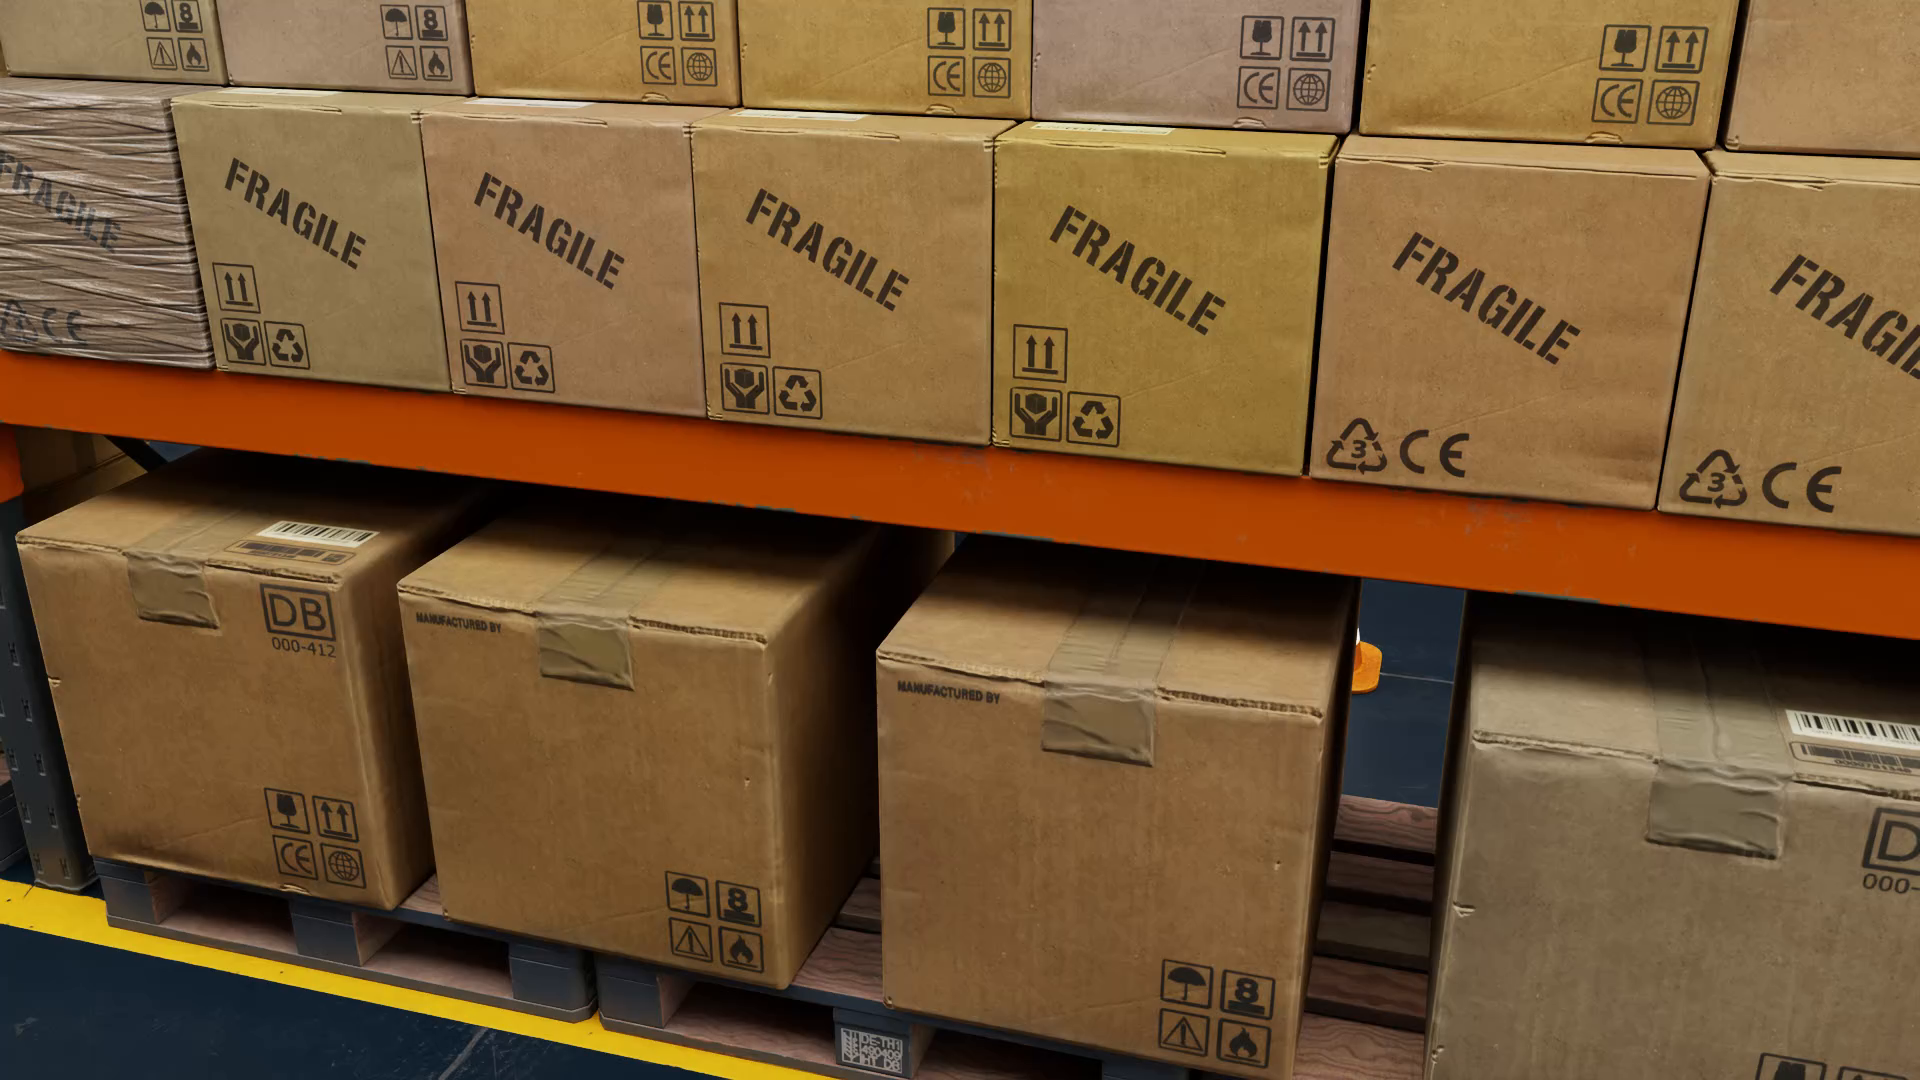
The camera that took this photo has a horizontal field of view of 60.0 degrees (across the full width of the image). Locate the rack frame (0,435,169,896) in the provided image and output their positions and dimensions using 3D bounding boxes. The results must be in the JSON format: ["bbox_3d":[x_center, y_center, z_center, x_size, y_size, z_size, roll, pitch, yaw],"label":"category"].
[{"bbox_3d":[-1.921,-0.764,3.681,0.127,3.000,1.000,7,23,16],"label":"rack frame"}]

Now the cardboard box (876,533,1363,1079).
[{"bbox_3d":[0.365,0.378,3.307,0.750,0.750,1.050,7,23,15],"label":"cardboard box"}]

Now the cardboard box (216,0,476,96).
[{"bbox_3d":[-1.010,-1.165,3.210,0.500,0.500,0.700,6,23,15],"label":"cardboard box"}]

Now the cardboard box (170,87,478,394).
[{"bbox_3d":[-1.082,-0.609,3.170,0.500,0.500,0.500,6,23,15],"label":"cardboard box"}]

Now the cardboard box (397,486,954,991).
[{"bbox_3d":[-0.526,0.276,3.555,0.750,0.750,1.050,7,23,16],"label":"cardboard box"}]

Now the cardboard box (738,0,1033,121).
[{"bbox_3d":[-0.029,-1.054,2.938,0.500,0.500,0.700,6,23,15],"label":"cardboard box"}]

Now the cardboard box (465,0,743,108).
[{"bbox_3d":[-0.518,-1.110,3.074,0.500,0.500,0.700,6,23,15],"label":"cardboard box"}]

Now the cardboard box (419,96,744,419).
[{"bbox_3d":[-0.599,-0.553,3.034,0.500,0.500,0.500,7,23,15],"label":"cardboard box"}]

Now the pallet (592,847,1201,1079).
[{"bbox_3d":[-0.024,0.774,3.605,1.213,0.211,1.003,7,23,16],"label":"pallet"}]

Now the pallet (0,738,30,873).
[{"bbox_3d":[-2.669,0.440,4.420,1.213,0.211,1.003,7,23,16],"label":"pallet"}]

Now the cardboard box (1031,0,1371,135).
[{"bbox_3d":[0.454,-0.998,2.802,0.500,0.500,0.700,7,23,16],"label":"cardboard box"}]

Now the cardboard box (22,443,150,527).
[{"bbox_3d":[-2.525,0.028,4.491,0.500,0.500,0.500,6,23,13],"label":"cardboard box"}]

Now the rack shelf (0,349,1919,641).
[{"bbox_3d":[-0.007,-0.212,3.283,4.000,0.370,1.077,7,23,16],"label":"rack shelf"}]

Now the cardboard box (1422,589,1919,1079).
[{"bbox_3d":[1.288,0.485,3.045,0.750,0.750,1.050,6,23,15],"label":"cardboard box"}]

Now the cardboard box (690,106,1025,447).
[{"bbox_3d":[-0.123,-0.498,2.899,0.500,0.500,0.500,6,23,15],"label":"cardboard box"}]

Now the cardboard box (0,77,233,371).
[{"bbox_3d":[-1.570,-0.663,3.303,0.500,0.500,0.500,7,23,16],"label":"cardboard box"}]

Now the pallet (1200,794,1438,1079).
[{"bbox_3d":[1.148,0.907,3.281,1.213,0.211,1.003,7,23,16],"label":"pallet"}]

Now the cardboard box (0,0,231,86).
[{"bbox_3d":[-1.494,-1.220,3.343,0.500,0.500,0.700,6,23,15],"label":"cardboard box"}]

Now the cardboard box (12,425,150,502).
[{"bbox_3d":[-2.512,-0.313,4.332,0.500,0.250,0.500,5,23,13],"label":"cardboard box"}]

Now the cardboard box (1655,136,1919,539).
[{"bbox_3d":[1.331,-0.332,2.496,0.500,0.500,0.500,6,23,15],"label":"cardboard box"}]

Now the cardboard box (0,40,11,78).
[{"bbox_3d":[-2.326,-1.106,3.899,0.250,0.149,0.380,8,24,18],"label":"cardboard box"}]

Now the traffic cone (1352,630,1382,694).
[{"bbox_3d":[1.060,0.152,4.789,0.334,0.463,0.336,7,23,16],"label":"traffic cone"}]

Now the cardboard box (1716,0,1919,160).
[{"bbox_3d":[1.431,-0.887,2.531,0.500,0.500,0.700,6,23,15],"label":"cardboard box"}]

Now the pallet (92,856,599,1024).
[{"bbox_3d":[-1.188,0.640,3.933,1.213,0.211,1.003,7,23,16],"label":"pallet"}]

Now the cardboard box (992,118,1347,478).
[{"bbox_3d":[0.364,-0.443,2.766,0.500,0.500,0.500,7,23,16],"label":"cardboard box"}]

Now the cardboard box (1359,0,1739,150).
[{"bbox_3d":[0.938,-0.943,2.666,0.500,0.500,0.700,6,23,15],"label":"cardboard box"}]

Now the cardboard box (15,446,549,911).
[{"bbox_3d":[-1.364,0.182,3.786,0.750,0.750,1.050,6,23,15],"label":"cardboard box"}]

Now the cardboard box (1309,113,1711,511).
[{"bbox_3d":[0.848,-0.388,2.631,0.500,0.500,0.500,6,23,15],"label":"cardboard box"}]
